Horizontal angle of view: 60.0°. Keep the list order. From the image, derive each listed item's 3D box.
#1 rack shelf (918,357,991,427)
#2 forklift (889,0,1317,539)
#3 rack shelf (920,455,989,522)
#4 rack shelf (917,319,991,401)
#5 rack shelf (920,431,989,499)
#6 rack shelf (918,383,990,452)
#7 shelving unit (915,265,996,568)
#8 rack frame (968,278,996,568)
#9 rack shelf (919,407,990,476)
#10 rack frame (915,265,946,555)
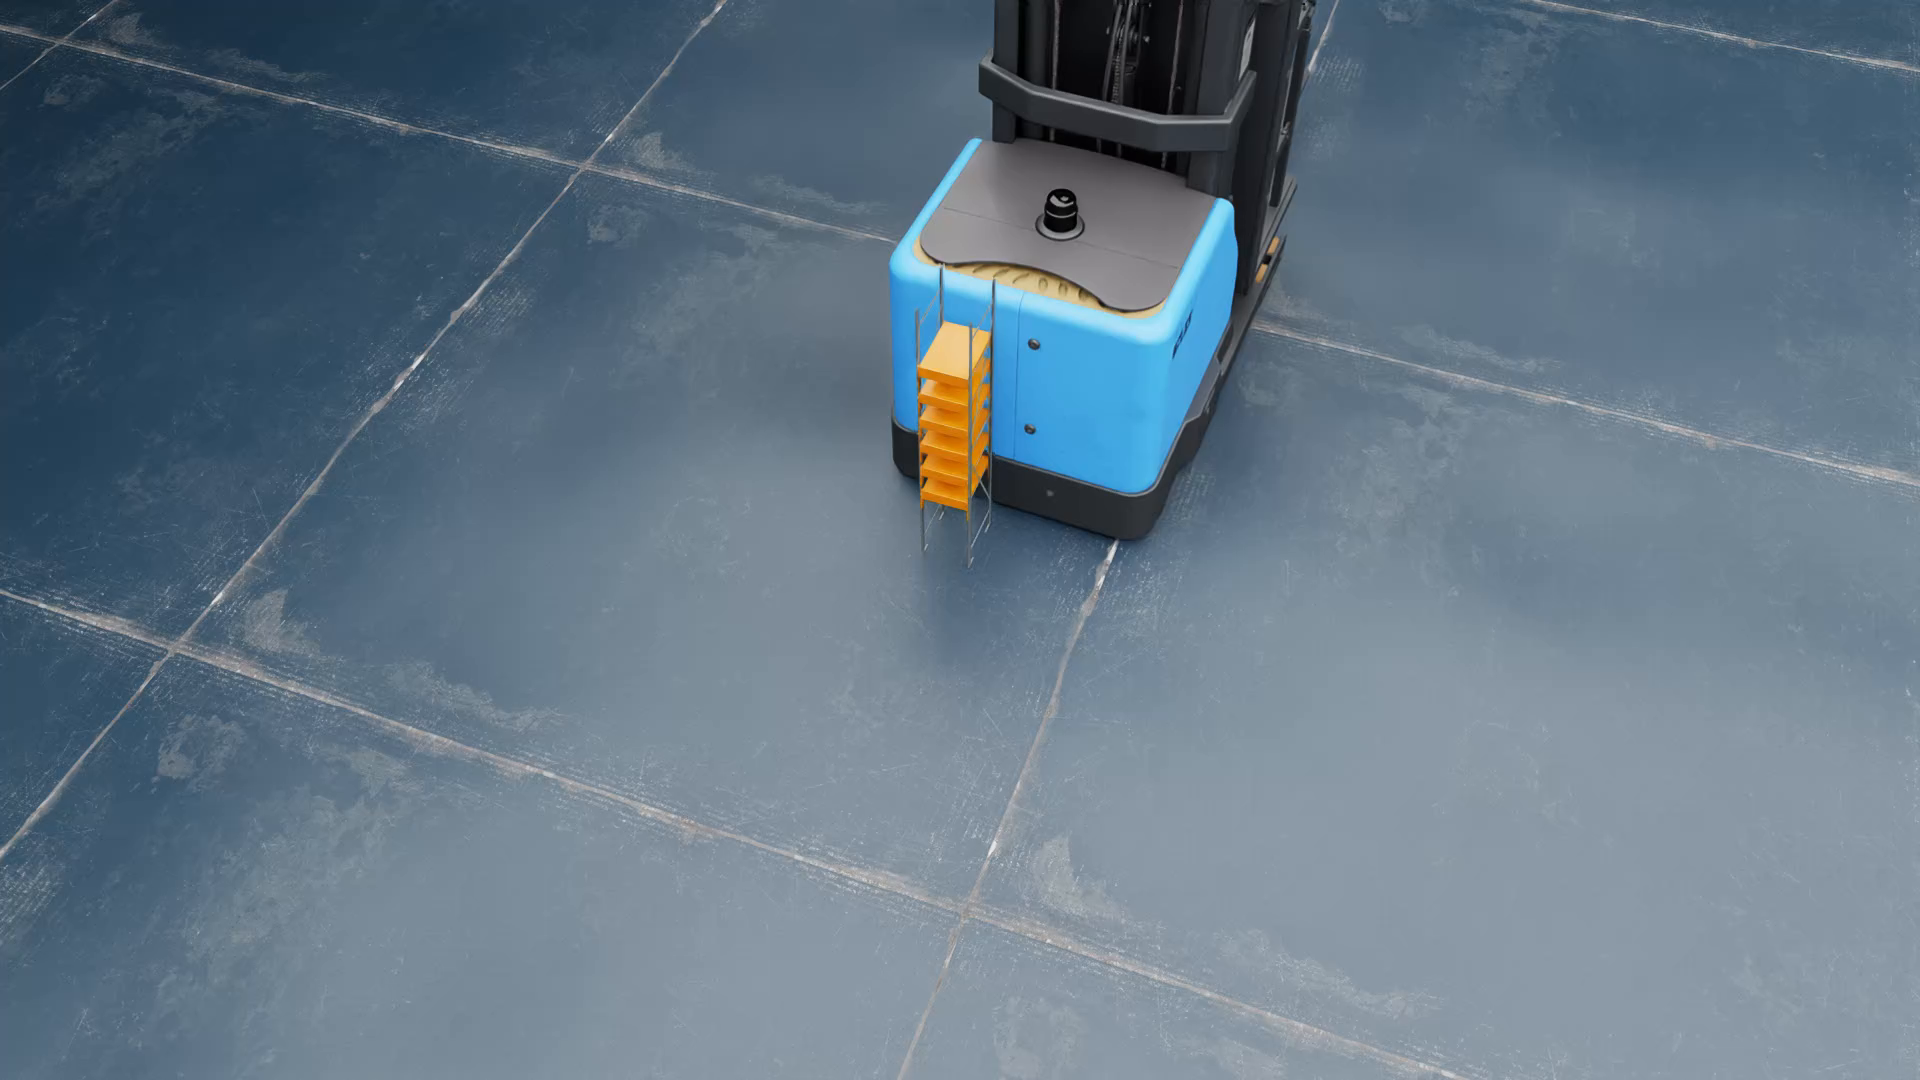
[{"bbox_3d":[-0.014,-0.525,5.652,0.180,0.103,0.258,16,51,13],"label":"rack shelf"},{"bbox_3d":[0.769,-2.098,6.129,1.130,2.935,3.031,17,51,14],"label":"forklift"},{"bbox_3d":[-0.014,-0.210,6.015,0.180,0.103,0.258,16,51,13],"label":"rack shelf"},{"bbox_3d":[-0.014,-0.603,5.561,0.180,0.103,0.258,16,51,13],"label":"rack shelf"},{"bbox_3d":[-0.014,-0.289,5.924,0.180,0.103,0.258,16,51,13],"label":"rack shelf"},{"bbox_3d":[-0.014,-0.446,5.743,0.180,0.103,0.258,16,51,13],"label":"rack shelf"},{"bbox_3d":[-0.014,-0.397,5.800,0.189,1.200,0.258,16,51,13],"label":"shelving unit"},{"bbox_3d":[0.072,-0.373,5.779,0.006,1.200,0.240,16,51,13],"label":"rack frame"},{"bbox_3d":[-0.014,-0.368,5.833,0.180,0.103,0.258,16,51,13],"label":"rack shelf"},{"bbox_3d":[-0.099,-0.421,5.821,0.006,1.200,0.240,16,51,13],"label":"rack frame"}]
